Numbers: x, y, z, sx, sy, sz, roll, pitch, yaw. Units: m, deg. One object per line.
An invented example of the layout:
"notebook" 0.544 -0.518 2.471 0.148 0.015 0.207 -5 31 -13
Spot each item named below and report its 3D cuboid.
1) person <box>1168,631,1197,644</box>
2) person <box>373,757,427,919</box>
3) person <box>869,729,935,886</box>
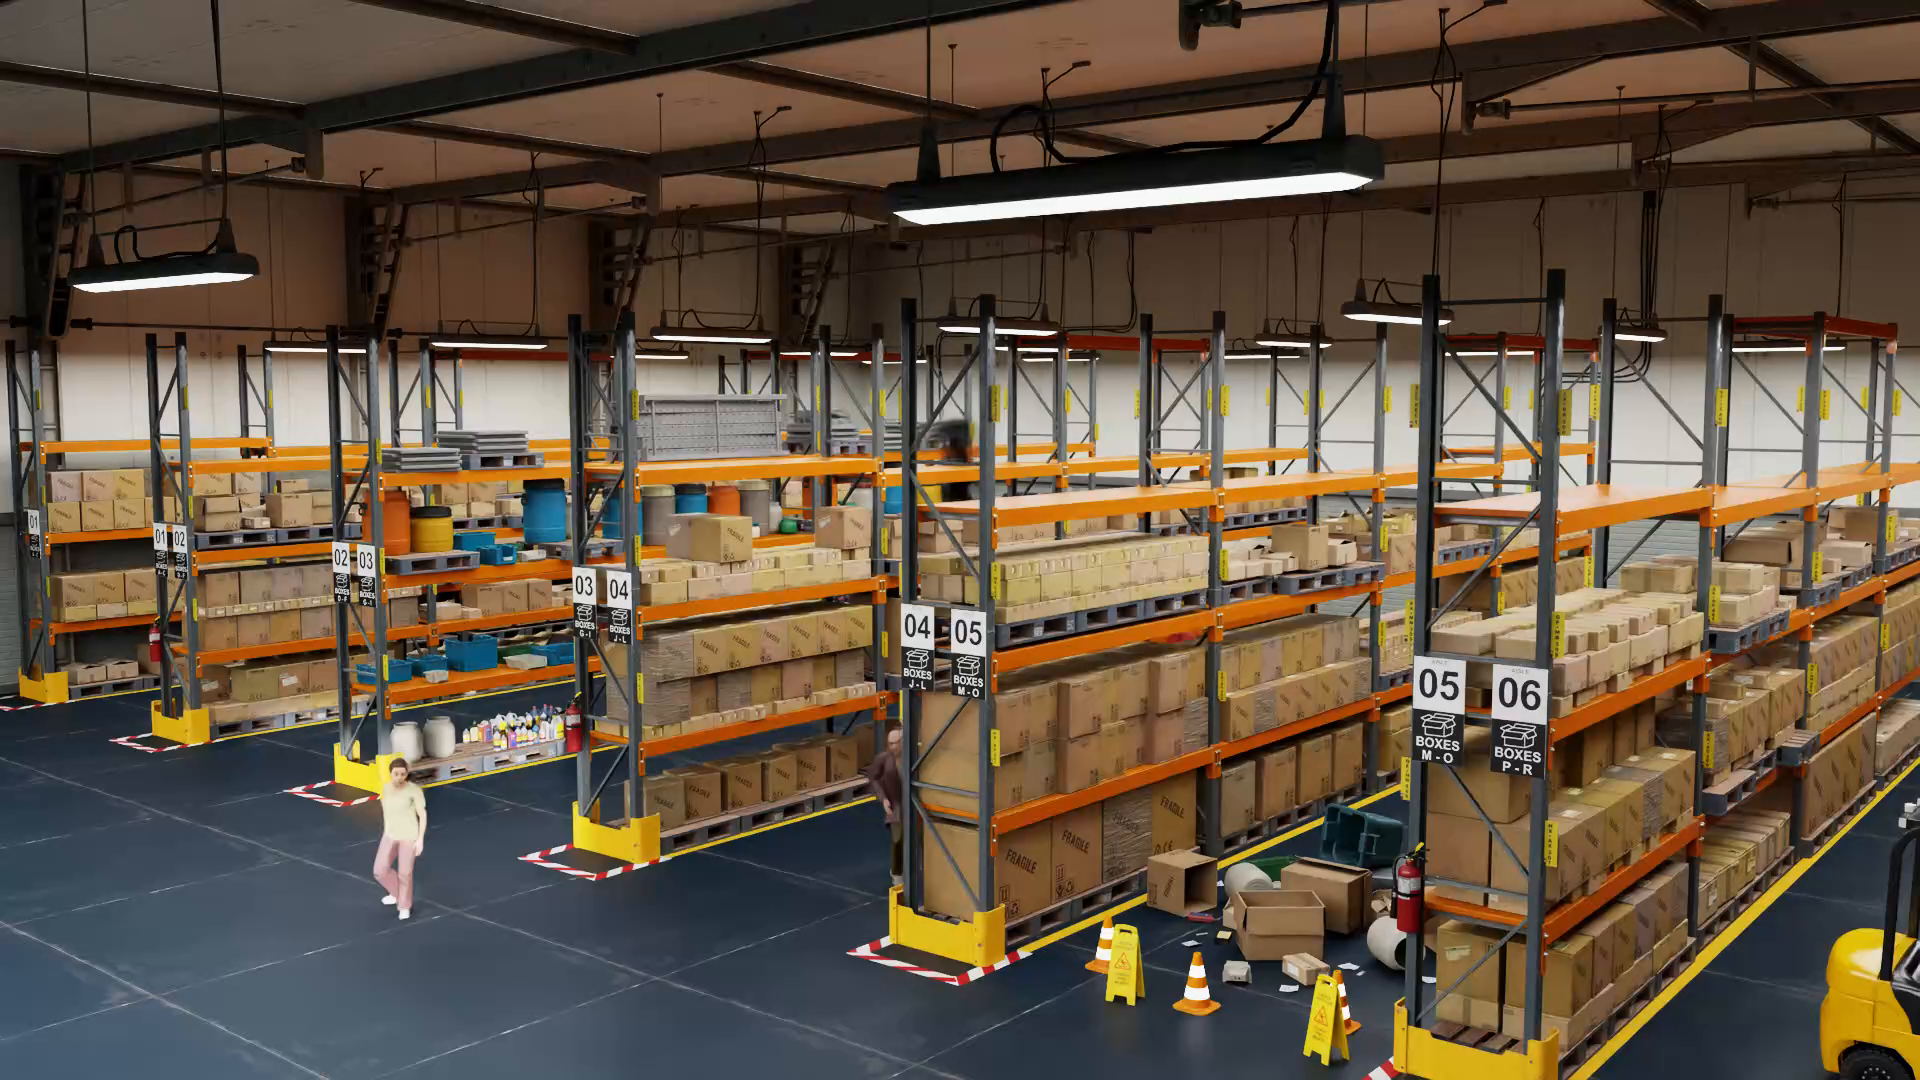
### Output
"person" 3.252 1.966 24.649 0.627 1.708 0.735 3 6 32
"person" -5.461 2.896 16.254 0.621 1.635 0.521 1 5 11
"person" -0.584 2.786 17.434 0.745 1.695 0.673 0 5 -5
